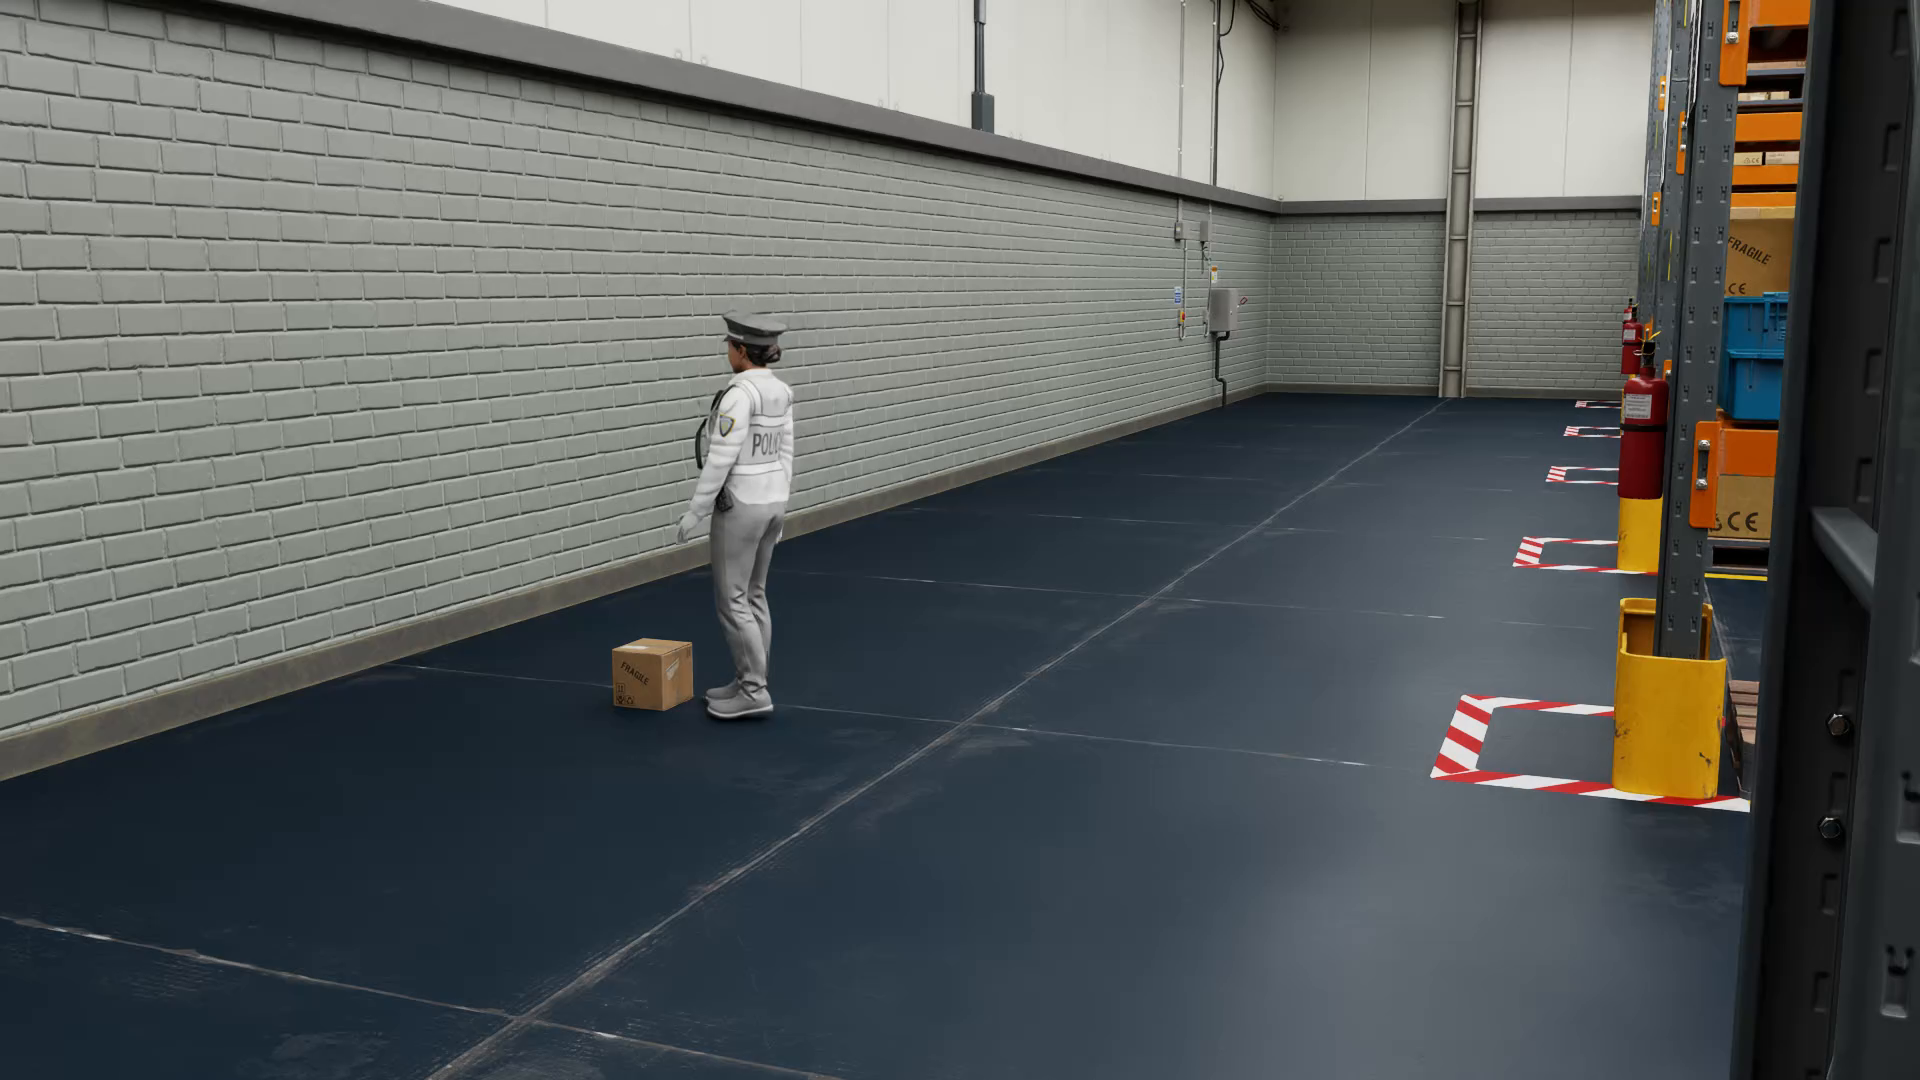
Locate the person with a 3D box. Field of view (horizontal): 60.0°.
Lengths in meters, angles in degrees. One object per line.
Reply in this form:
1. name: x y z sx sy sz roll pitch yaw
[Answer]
1. person: -0.911 -0.096 6.930 0.392 1.700 0.497 4 9 22
